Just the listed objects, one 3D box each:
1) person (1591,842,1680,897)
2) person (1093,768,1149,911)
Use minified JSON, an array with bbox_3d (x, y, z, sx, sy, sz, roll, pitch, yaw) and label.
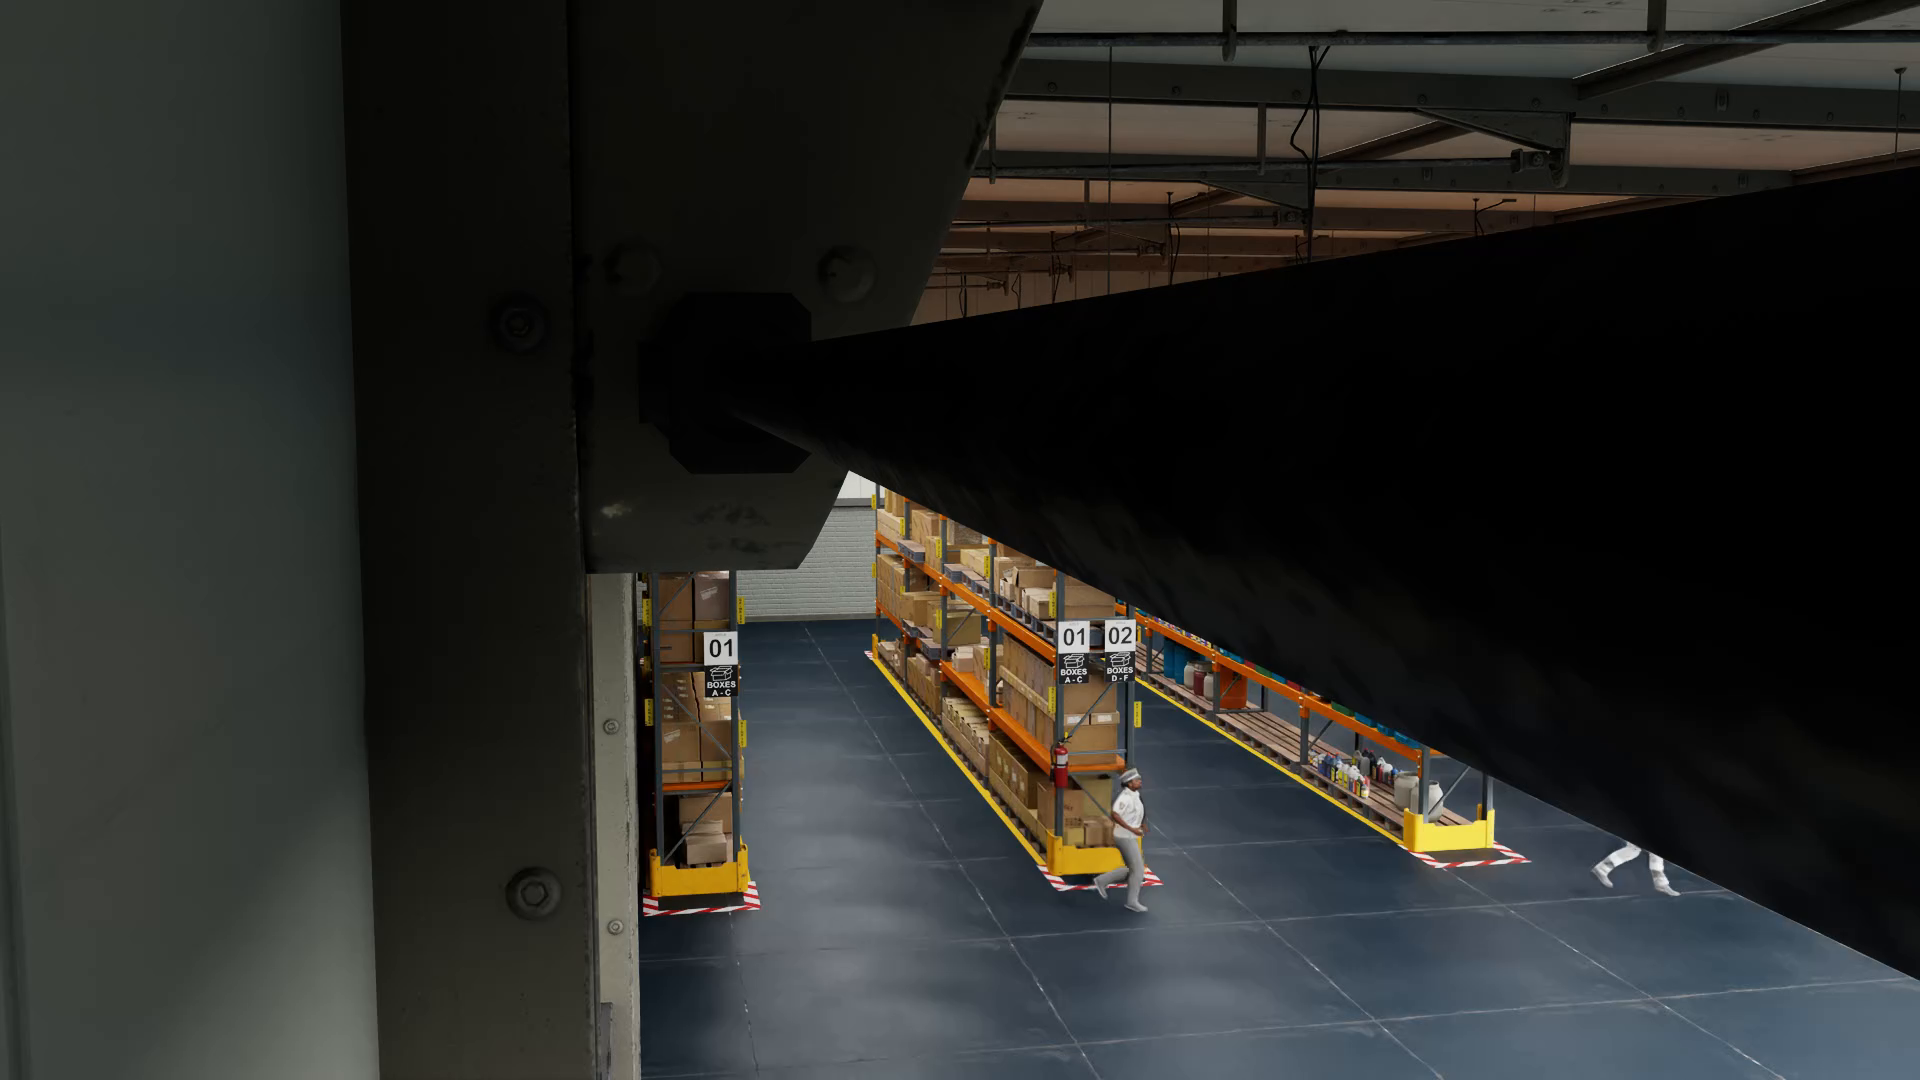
[{"bbox_3d":[8.173,3.380,20.038,1.003,1.799,0.672,2,6,22],"label":"person"},{"bbox_3d":[1.932,3.512,19.665,0.687,1.668,0.618,2,6,21],"label":"person"}]
